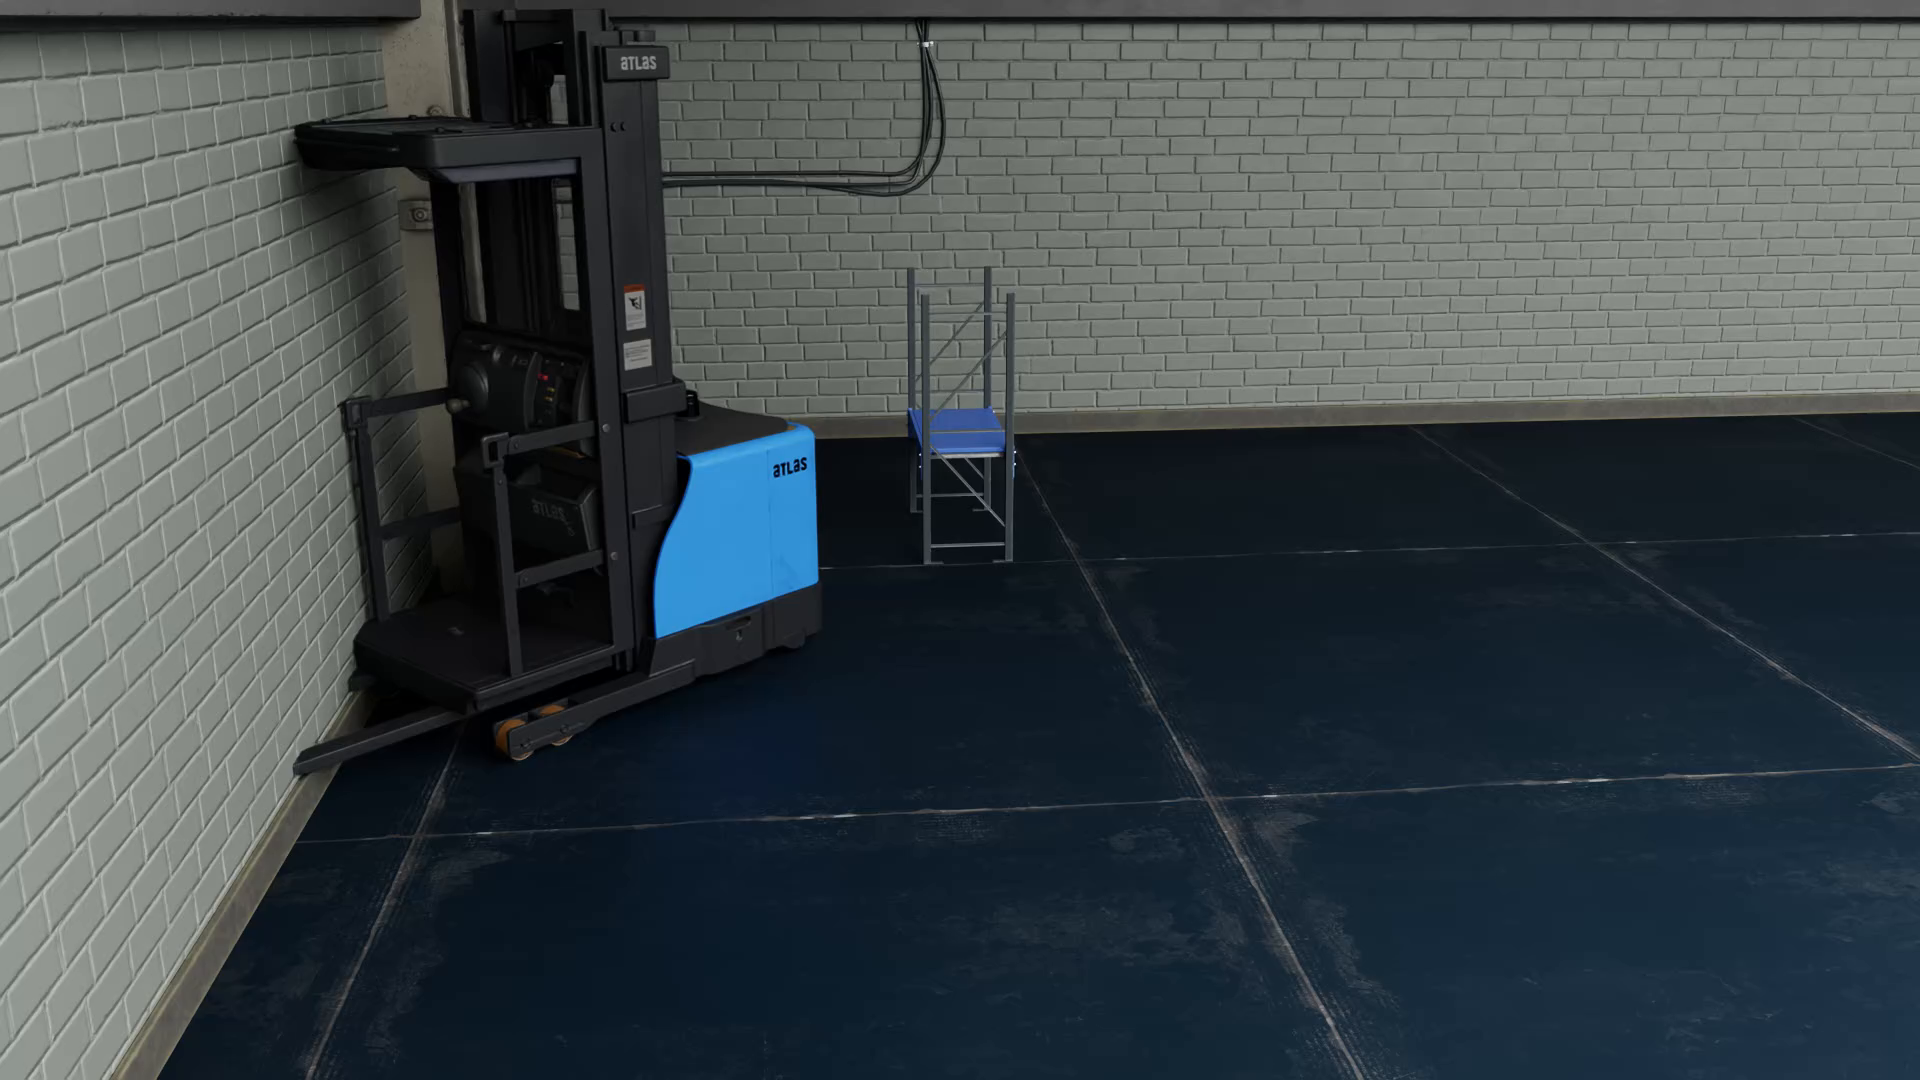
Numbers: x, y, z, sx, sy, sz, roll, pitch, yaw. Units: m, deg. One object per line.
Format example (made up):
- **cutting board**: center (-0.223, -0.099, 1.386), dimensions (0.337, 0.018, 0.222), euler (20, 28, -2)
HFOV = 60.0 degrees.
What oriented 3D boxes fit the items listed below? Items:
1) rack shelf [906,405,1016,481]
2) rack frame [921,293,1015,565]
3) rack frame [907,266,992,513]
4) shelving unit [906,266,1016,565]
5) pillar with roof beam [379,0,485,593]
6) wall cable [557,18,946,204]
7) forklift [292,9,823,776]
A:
- **rack shelf**: center (-0.009, -0.569, 9.587), dimensions (0.538, 0.185, 1.000), euler (-2, 18, -6)
- **rack frame**: center (0.044, -0.590, 9.051), dimensions (0.500, 1.500, 0.032), euler (-2, 18, -6)
- **rack frame**: center (-0.061, -0.892, 10.016), dimensions (0.500, 1.500, 0.032), euler (-2, 18, -6)
- **shelving unit**: center (-0.009, -0.741, 9.533), dimensions (0.538, 1.500, 1.048), euler (-2, 18, -6)
- **pillar with roof beam**: center (1.639, -4.210, 8.064), dimensions (9.100, 9.000, 0.400), euler (-2, 18, -6)
- **wall cable**: center (-1.631, -3.514, 11.031), dimensions (3.097, 2.526, 0.112), euler (-2, 18, -6)
- **forklift**: center (-2.008, -0.666, 6.905), dimensions (1.130, 2.935, 3.031), euler (14, 22, 38)
